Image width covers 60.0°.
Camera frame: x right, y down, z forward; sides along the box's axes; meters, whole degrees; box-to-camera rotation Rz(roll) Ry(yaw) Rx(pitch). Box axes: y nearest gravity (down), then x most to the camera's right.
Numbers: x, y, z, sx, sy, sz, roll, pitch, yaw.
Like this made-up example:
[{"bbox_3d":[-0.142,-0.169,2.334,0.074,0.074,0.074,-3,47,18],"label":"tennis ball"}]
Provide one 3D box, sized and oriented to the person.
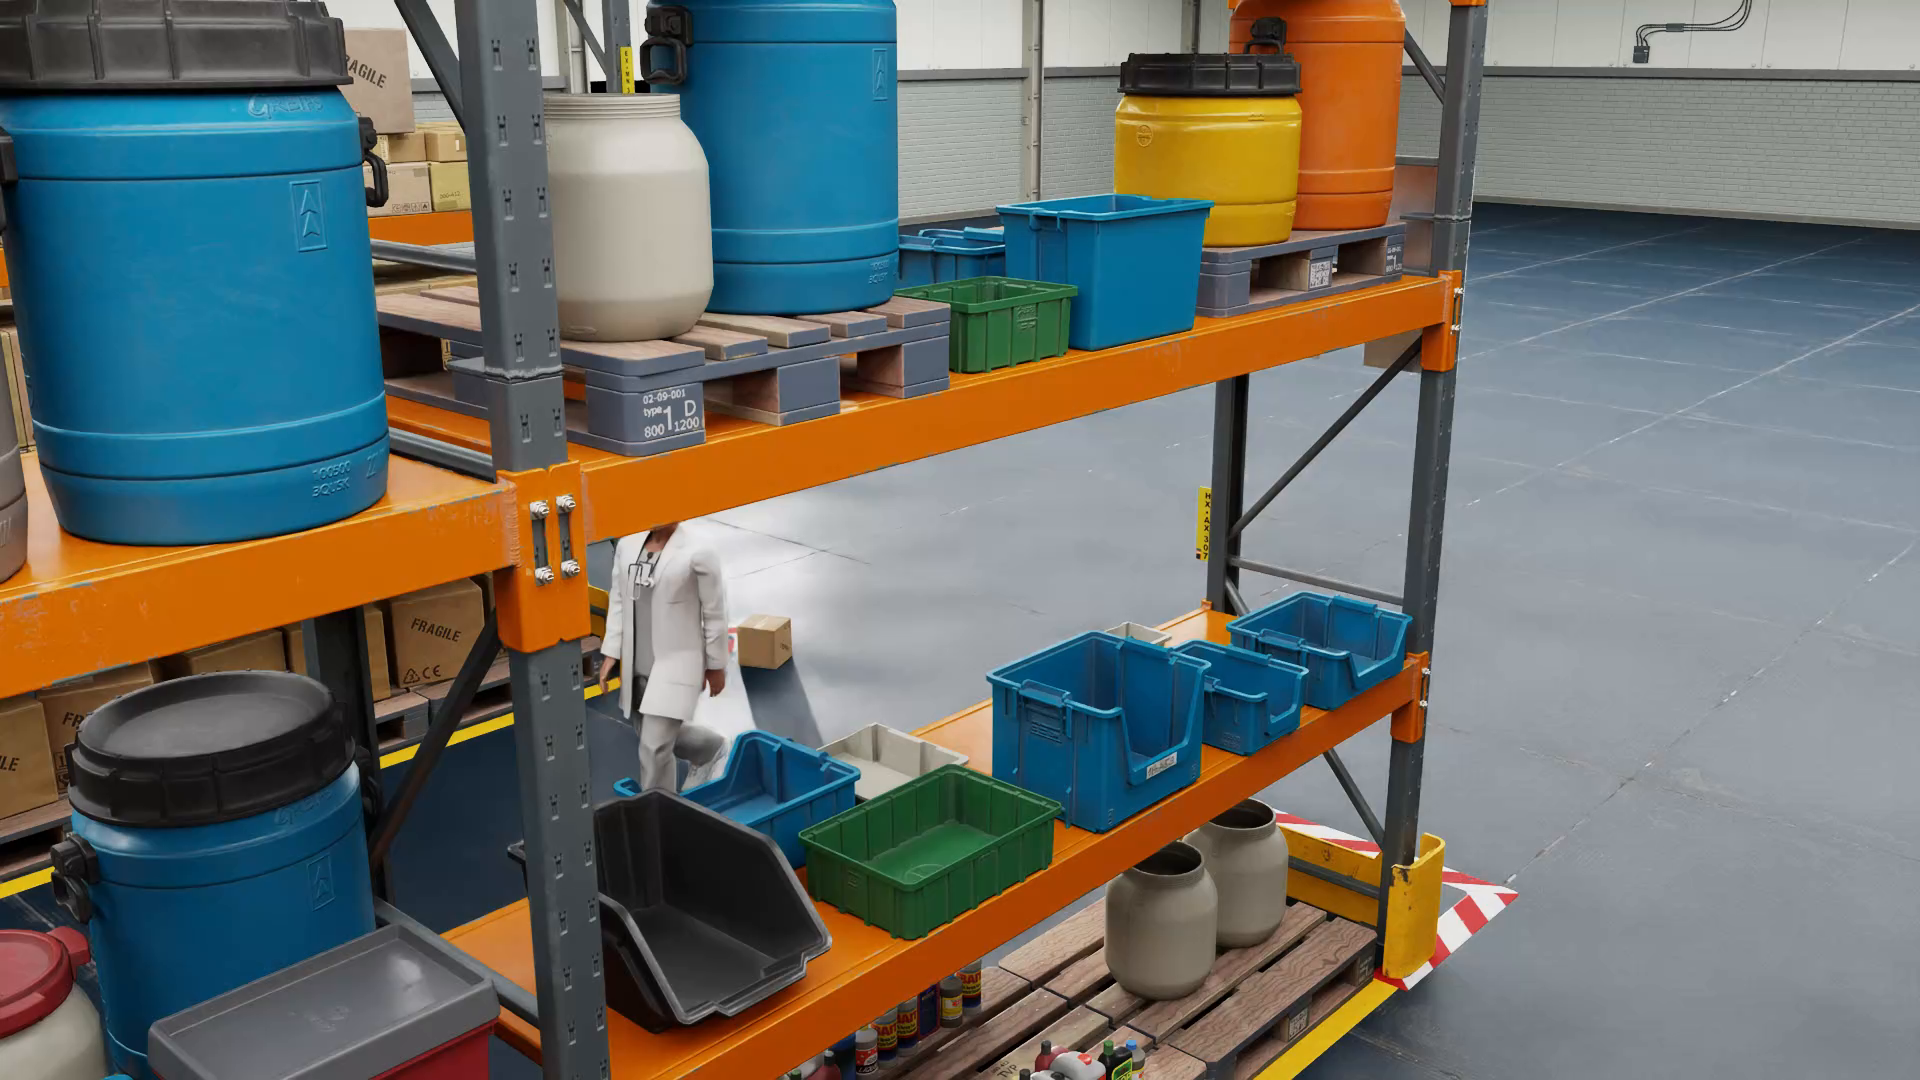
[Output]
[{"bbox_3d":[-1.354,0.549,7.704,0.567,1.737,1.034,9,19,28],"label":"person"}]
